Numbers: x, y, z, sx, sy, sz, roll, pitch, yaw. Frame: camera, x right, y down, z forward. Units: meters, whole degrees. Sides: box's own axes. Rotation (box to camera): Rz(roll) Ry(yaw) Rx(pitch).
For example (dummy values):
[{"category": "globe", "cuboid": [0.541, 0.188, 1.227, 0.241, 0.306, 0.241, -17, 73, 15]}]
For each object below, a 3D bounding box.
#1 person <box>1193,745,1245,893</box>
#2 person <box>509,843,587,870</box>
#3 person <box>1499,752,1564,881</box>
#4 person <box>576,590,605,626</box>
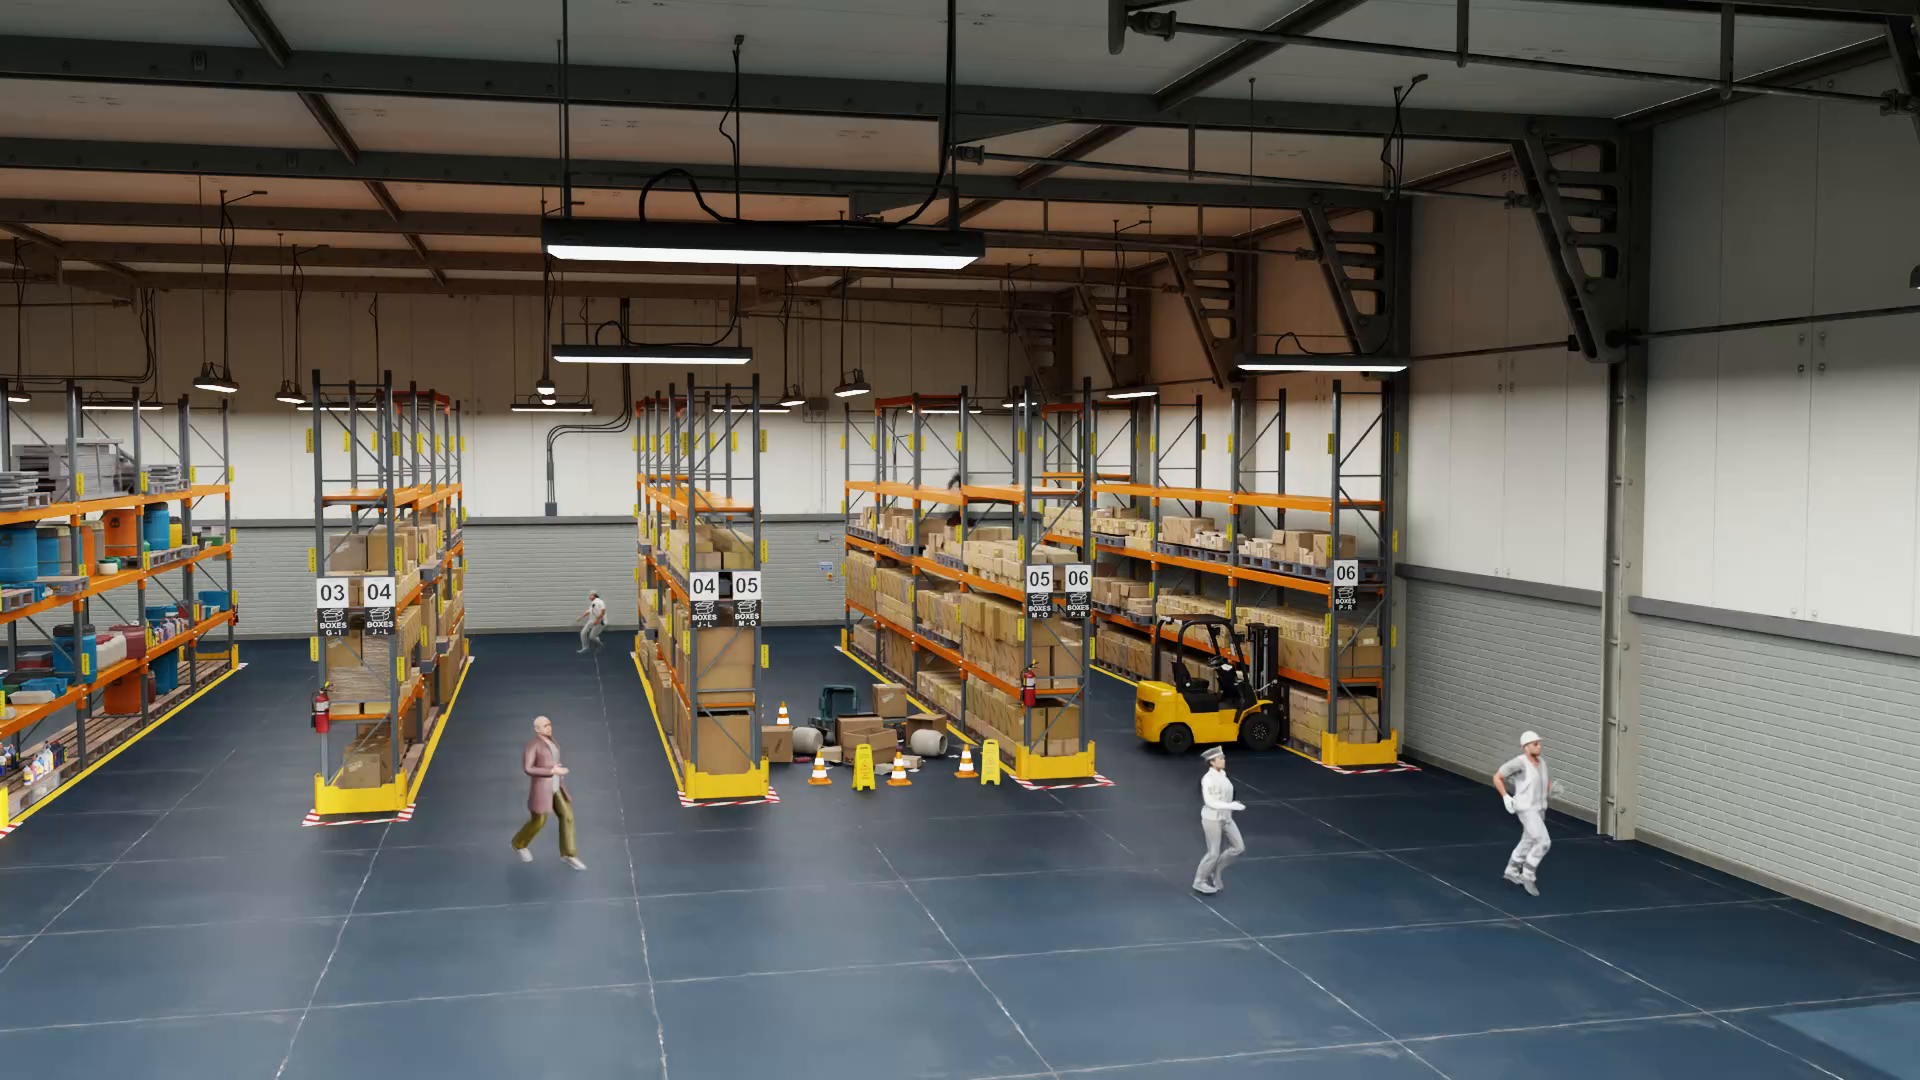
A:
[{"category": "person", "cuboid": [2.899, 3.091, 18.428, 0.619, 1.660, 0.469, 2, 4, 36]}, {"category": "person", "cuboid": [-4.891, 3.723, 19.703, 1.014, 0.325, 0.289, 2, 4, 28]}, {"category": "person", "cuboid": [6.369, 3.092, 18.520, 0.641, 1.432, 0.729, -3, 4, -38]}, {"category": "person", "cuboid": [-8.738, 1.608, 39.588, 0.807, 0.856, 0.451, 3, 5, 44]}]
